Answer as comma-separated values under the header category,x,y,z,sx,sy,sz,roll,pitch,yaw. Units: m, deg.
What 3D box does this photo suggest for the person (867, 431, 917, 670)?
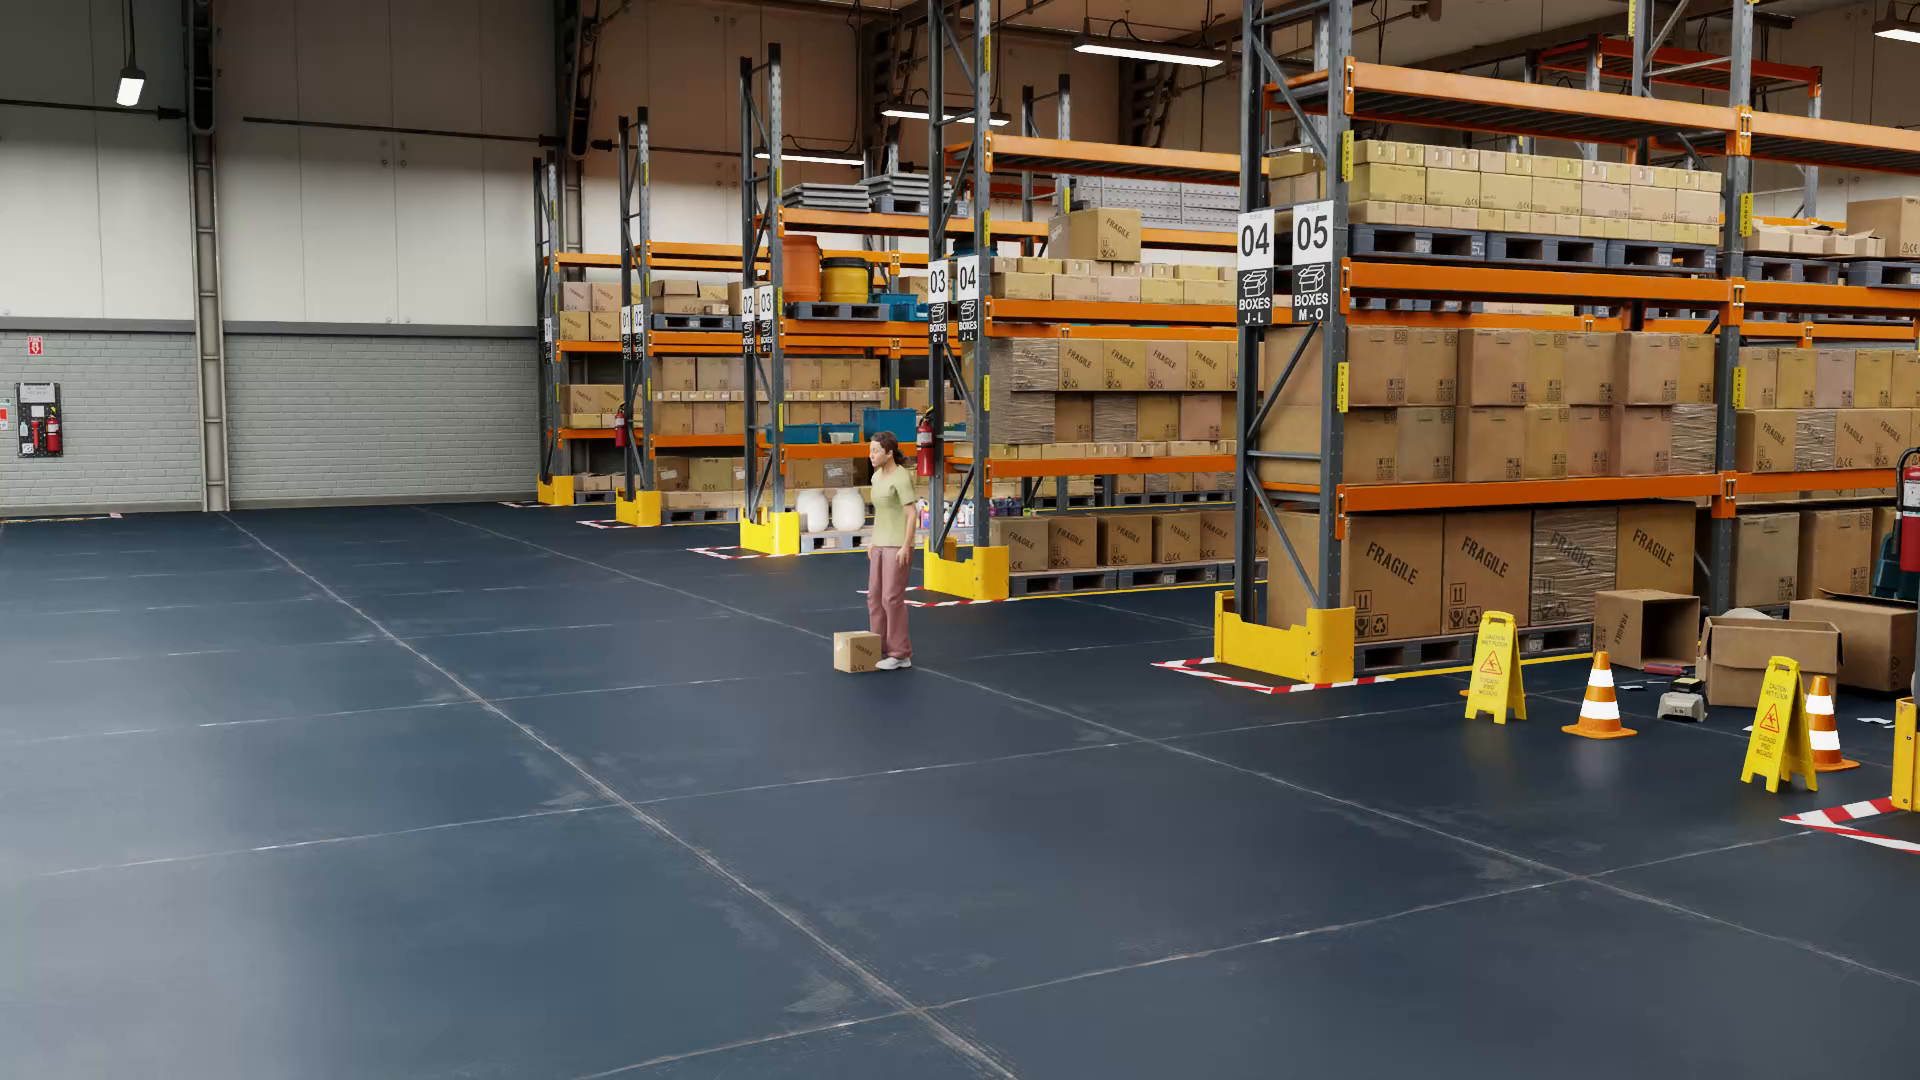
category,x,y,z,sx,sy,sz,roll,pitch,yaw
person,-0.502,0.065,11.738,0.354,1.673,0.520,-3,6,-32
